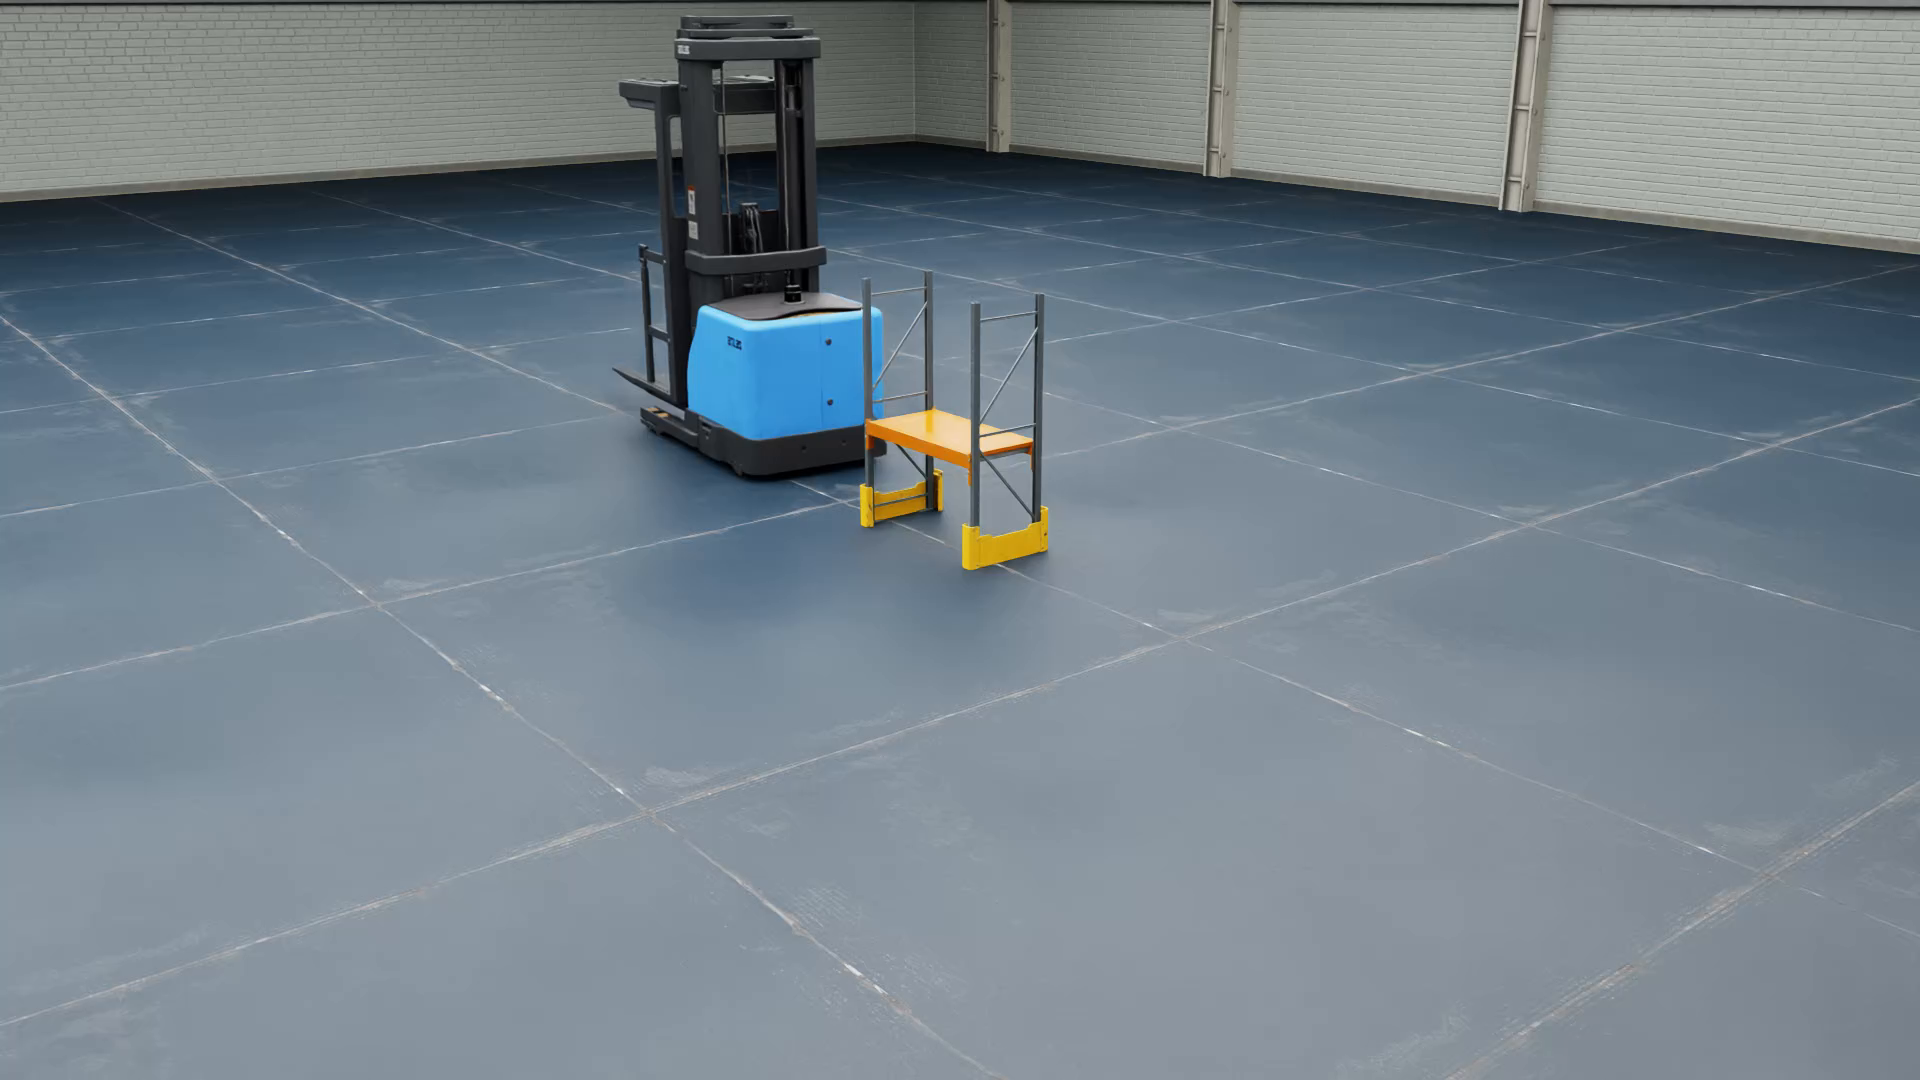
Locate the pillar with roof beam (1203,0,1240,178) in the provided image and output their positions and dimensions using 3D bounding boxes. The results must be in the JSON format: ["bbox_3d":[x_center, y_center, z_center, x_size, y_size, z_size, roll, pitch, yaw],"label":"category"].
[{"bbox_3d":[1.121,-9.788,25.108,9.100,9.000,0.400,-14,23,-36],"label":"pillar with roof beam"}]

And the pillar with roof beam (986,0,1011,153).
[{"bbox_3d":[-2.604,-11.267,29.573,9.100,9.000,0.400,-14,23,-36],"label":"pillar with roof beam"}]

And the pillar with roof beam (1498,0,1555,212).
[{"bbox_3d":[4.846,-8.310,20.643,9.100,9.000,0.400,-14,23,-36],"label":"pillar with roof beam"}]

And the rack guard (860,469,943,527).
[{"bbox_3d":[-0.357,-0.260,10.251,0.587,0.250,0.087,-14,23,-36],"label":"rack guard"}]

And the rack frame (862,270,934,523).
[{"bbox_3d":[-0.369,-0.858,10.069,0.500,1.500,0.032,-14,23,-36],"label":"rack frame"}]

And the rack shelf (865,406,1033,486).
[{"bbox_3d":[-0.053,-0.562,9.747,0.538,0.185,1.000,-14,23,-36],"label":"rack shelf"}]

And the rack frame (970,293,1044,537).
[{"bbox_3d":[0.263,-0.608,9.312,0.500,1.500,0.032,-14,23,-36],"label":"rack frame"}]

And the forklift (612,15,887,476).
[{"bbox_3d":[-1.710,-2.225,11.919,1.130,2.935,3.031,-11,21,-30],"label":"forklift"}]

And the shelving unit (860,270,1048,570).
[{"bbox_3d":[-0.047,-0.731,9.683,0.587,1.500,1.083,-14,23,-36],"label":"shelving unit"}]

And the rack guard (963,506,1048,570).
[{"bbox_3d":[0.262,-0.015,9.509,0.587,0.250,0.087,-14,23,-36],"label":"rack guard"}]
